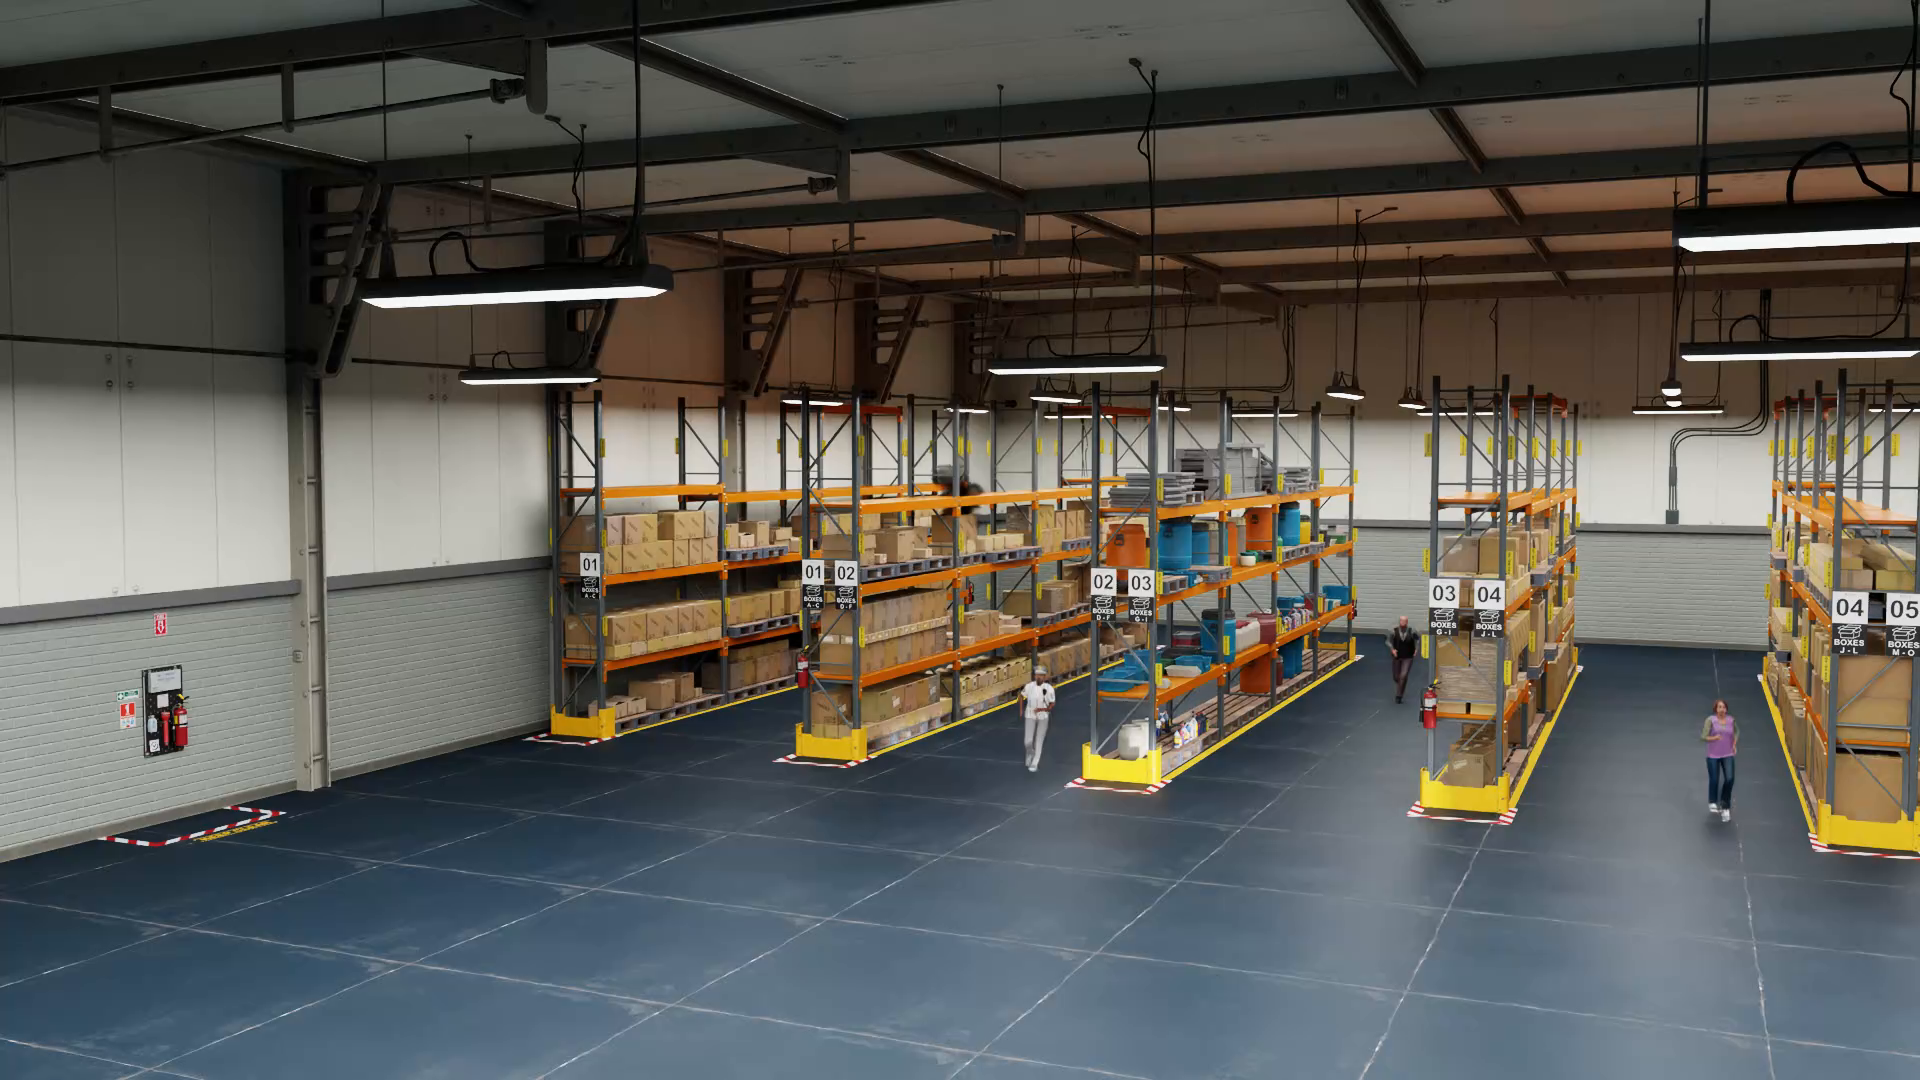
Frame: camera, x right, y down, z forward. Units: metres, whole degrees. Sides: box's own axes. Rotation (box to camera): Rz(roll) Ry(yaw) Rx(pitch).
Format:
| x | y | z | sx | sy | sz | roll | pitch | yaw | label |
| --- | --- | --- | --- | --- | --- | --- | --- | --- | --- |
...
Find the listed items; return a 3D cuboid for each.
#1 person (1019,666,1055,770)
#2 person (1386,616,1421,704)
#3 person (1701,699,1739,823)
| x | y | z | sx | sy | sz | roll | pitch | yaw | label |
| --- | --- | --- | --- | --- | --- | --- | --- | --- | --- |
| 1.189 | 2.756 | 25.727 | 0.570 | 1.635 | 0.530 | 0 | 3 | 4 | person |
| 8.774 | 2.345 | 32.931 | 0.683 | 1.713 | 0.890 | 1 | 3 | 19 | person |
| 10.263 | 2.954 | 22.441 | 0.513 | 1.629 | 0.675 | 1 | 3 | 16 | person |
